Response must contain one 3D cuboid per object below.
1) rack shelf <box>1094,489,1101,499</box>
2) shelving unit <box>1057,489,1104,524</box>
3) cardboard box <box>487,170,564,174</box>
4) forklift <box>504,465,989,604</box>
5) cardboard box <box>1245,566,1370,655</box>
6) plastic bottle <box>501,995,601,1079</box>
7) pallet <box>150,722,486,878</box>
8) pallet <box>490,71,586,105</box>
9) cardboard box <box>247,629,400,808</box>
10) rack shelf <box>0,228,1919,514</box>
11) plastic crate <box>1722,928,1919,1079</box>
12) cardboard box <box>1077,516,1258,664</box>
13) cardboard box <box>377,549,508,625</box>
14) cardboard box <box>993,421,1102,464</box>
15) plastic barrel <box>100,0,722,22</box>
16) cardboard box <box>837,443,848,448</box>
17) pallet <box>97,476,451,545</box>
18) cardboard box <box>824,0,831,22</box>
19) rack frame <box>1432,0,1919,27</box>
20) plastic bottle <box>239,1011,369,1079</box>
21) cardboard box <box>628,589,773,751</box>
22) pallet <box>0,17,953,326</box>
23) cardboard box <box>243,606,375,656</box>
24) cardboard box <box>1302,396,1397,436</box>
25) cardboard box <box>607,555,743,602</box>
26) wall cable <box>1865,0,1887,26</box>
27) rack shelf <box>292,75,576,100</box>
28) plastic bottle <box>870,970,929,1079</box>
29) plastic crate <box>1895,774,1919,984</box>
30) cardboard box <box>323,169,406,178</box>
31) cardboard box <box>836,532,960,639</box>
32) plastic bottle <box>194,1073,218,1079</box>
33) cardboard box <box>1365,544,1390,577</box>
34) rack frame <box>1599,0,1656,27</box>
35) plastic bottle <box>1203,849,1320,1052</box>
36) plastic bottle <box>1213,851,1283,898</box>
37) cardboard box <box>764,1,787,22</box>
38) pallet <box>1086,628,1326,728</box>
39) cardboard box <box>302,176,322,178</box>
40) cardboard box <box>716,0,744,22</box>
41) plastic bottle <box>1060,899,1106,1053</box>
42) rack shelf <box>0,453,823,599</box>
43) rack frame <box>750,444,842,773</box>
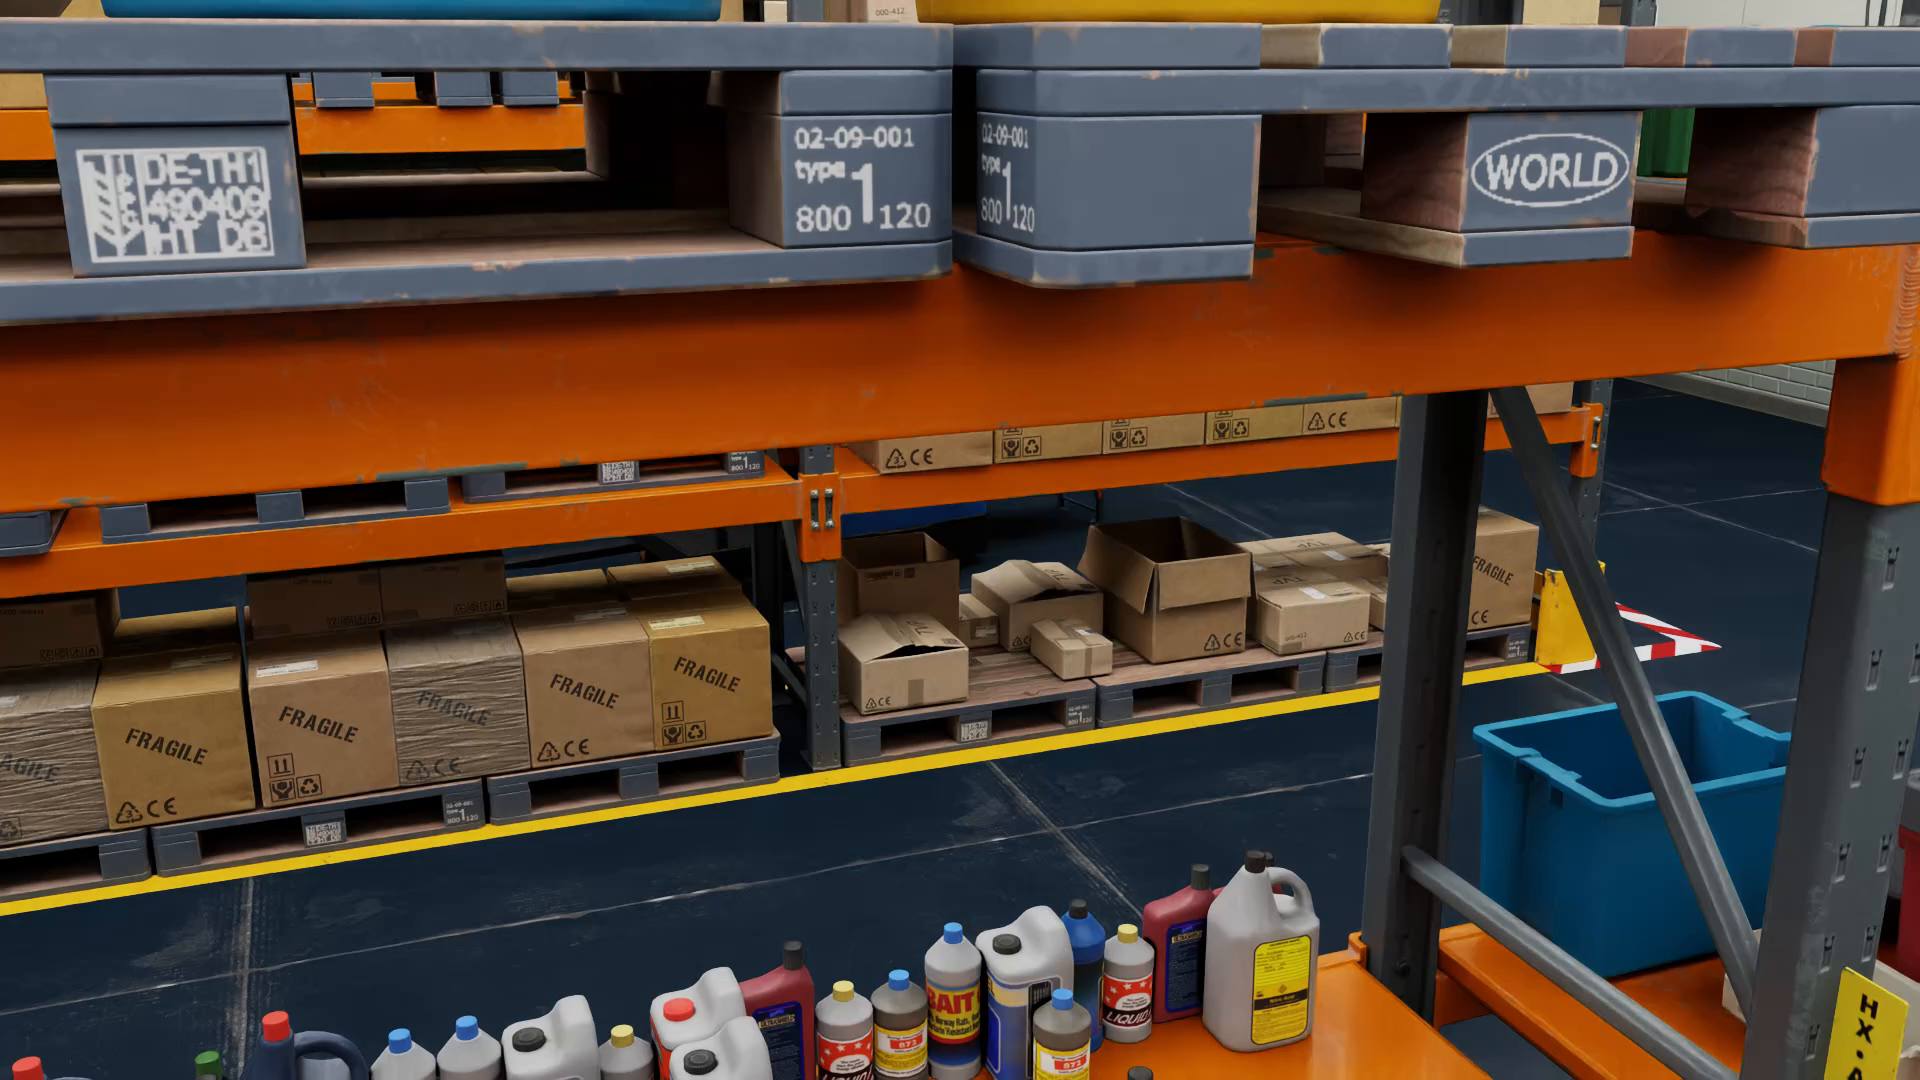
[{"bbox_3d":[0.364,-0.397,10.821,1.000,0.278,0.538,-9,19,-29],"label":"rack shelf"},{"bbox_3d":[0.364,-0.631,10.752,1.048,1.125,0.538,-9,19,-29],"label":"shelving unit"},{"bbox_3d":[-2.873,-2.320,11.102,0.500,0.250,0.500,-6,17,-19],"label":"cardboard box"},{"bbox_3d":[-1.350,-1.176,9.400,3.031,2.935,1.130,-10,19,-30],"label":"forklift"},{"bbox_3d":[1.666,0.341,8.211,0.500,0.250,0.500,-6,17,-20],"label":"cardboard box"},{"bbox_3d":[-0.633,0.855,2.582,0.135,0.276,0.152,-6,17,-20],"label":"plastic bottle"},{"bbox_3d":[-2.639,0.983,6.876,1.213,0.211,1.003,-6,17,-20],"label":"pallet"},{"bbox_3d":[-1.386,-1.873,6.662,1.003,0.211,1.213,-6,17,-20],"label":"pallet"},{"bbox_3d":[-2.517,0.692,6.572,0.500,0.500,0.500,-7,18,-22],"label":"cardboard box"},{"bbox_3d":[-0.851,-0.160,1.772,4.000,0.370,1.077,-6,17,-20],"label":"rack shelf"},{"bbox_3d":[1.503,0.821,2.840,0.243,0.136,0.396,-6,17,-20],"label":"plastic crate"},{"bbox_3d":[1.001,0.225,8.158,0.637,0.503,0.797,-6,17,-20],"label":"cardboard box"},{"bbox_3d":[-2.225,0.143,7.112,0.500,0.250,0.500,-6,17,-20],"label":"cardboard box"},{"bbox_3d":[0.298,-0.651,7.314,0.500,0.500,0.500,-6,17,-19],"label":"cardboard box"},{"bbox_3d":[-0.522,-0.936,1.504,0.708,0.901,0.600,-6,17,-20],"label":"plastic barrel"},{"bbox_3d":[-0.377,-0.737,7.606,0.500,0.500,0.500,-6,17,-19],"label":"cardboard box"},{"bbox_3d":[-2.673,-0.273,6.544,1.213,0.211,1.003,-6,17,-20],"label":"pallet"},{"bbox_3d":[-0.395,-2.299,7.157,0.500,0.250,0.500,-6,17,-20],"label":"cardboard box"},{"bbox_3d":[1.017,-2.146,1.934,0.127,3.000,1.000,-6,17,-20],"label":"rack frame"},{"bbox_3d":[-0.965,0.854,2.453,0.185,0.351,0.144,-6,17,-20],"label":"plastic bottle"},{"bbox_3d":[-1.110,0.542,7.083,0.500,0.500,0.500,-6,17,-20],"label":"cardboard box"},{"bbox_3d":[-0.738,-0.396,1.635,1.213,0.211,1.003,-6,17,-20],"label":"pallet"},{"bbox_3d":[-2.727,0.558,7.030,0.500,0.500,0.500,-7,18,-22],"label":"cardboard box"},{"bbox_3d":[1.711,-0.803,7.833,0.500,0.500,0.500,-6,17,-20],"label":"cardboard box"},{"bbox_3d":[-1.291,0.402,7.561,0.500,0.500,0.500,-7,18,-23],"label":"cardboard box"},{"bbox_3d":[6.617,-4.142,14.243,0.112,2.526,3.097,-6,17,-20],"label":"wall cable"},{"bbox_3d":[-4.396,-2.766,10.648,4.000,0.370,1.077,-6,17,-20],"label":"rack shelf"},{"bbox_3d":[-0.102,0.826,2.816,0.097,0.201,0.097,0,16,0],"label":"plastic bottle"},{"bbox_3d":[1.940,0.649,2.844,0.583,0.464,0.402,-6,17,-20],"label":"plastic crate"},{"bbox_3d":[-4.003,-2.350,11.205,0.500,0.250,0.500,-7,18,-22],"label":"cardboard box"},{"bbox_3d":[-0.321,0.285,7.959,0.500,0.500,0.500,-6,17,-20],"label":"cardboard box"},{"bbox_3d":[-1.107,0.908,2.391,0.133,0.283,0.061,-6,17,-20],"label":"plastic bottle"},{"bbox_3d":[2.236,0.151,9.008,0.250,0.166,0.380,-6,17,-20],"label":"cardboard box"},{"bbox_3d":[2.983,-3.853,7.747,0.127,3.000,1.000,-6,17,-20],"label":"rack frame"},{"bbox_3d":[0.535,0.711,2.942,0.185,0.351,0.144,-6,17,-20],"label":"plastic bottle"},{"bbox_3d":[0.522,0.713,3.052,0.133,0.283,0.061,-6,17,-20],"label":"plastic bottle"},{"bbox_3d":[-1.308,-3.539,11.344,0.500,0.250,0.500,-7,18,-21],"label":"cardboard box"},{"bbox_3d":[1.031,0.574,8.269,1.213,0.211,1.003,-6,17,-20],"label":"pallet"},{"bbox_3d":[-4.305,-2.168,10.584,0.500,0.250,0.500,-7,18,-21],"label":"cardboard box"},{"bbox_3d":[-1.249,-2.276,6.602,0.600,0.600,0.600,-8,18,-25],"label":"cardboard box"},{"bbox_3d":[0.205,0.759,2.919,0.097,0.271,0.097,0,16,0],"label":"plastic bottle"},{"bbox_3d":[-2.620,-0.024,6.634,4.000,0.370,1.077,-6,17,-20],"label":"rack shelf"},{"bbox_3d":[-0.752,-0.571,7.219,0.127,3.000,1.000,-6,17,-20],"label":"rack frame"}]
